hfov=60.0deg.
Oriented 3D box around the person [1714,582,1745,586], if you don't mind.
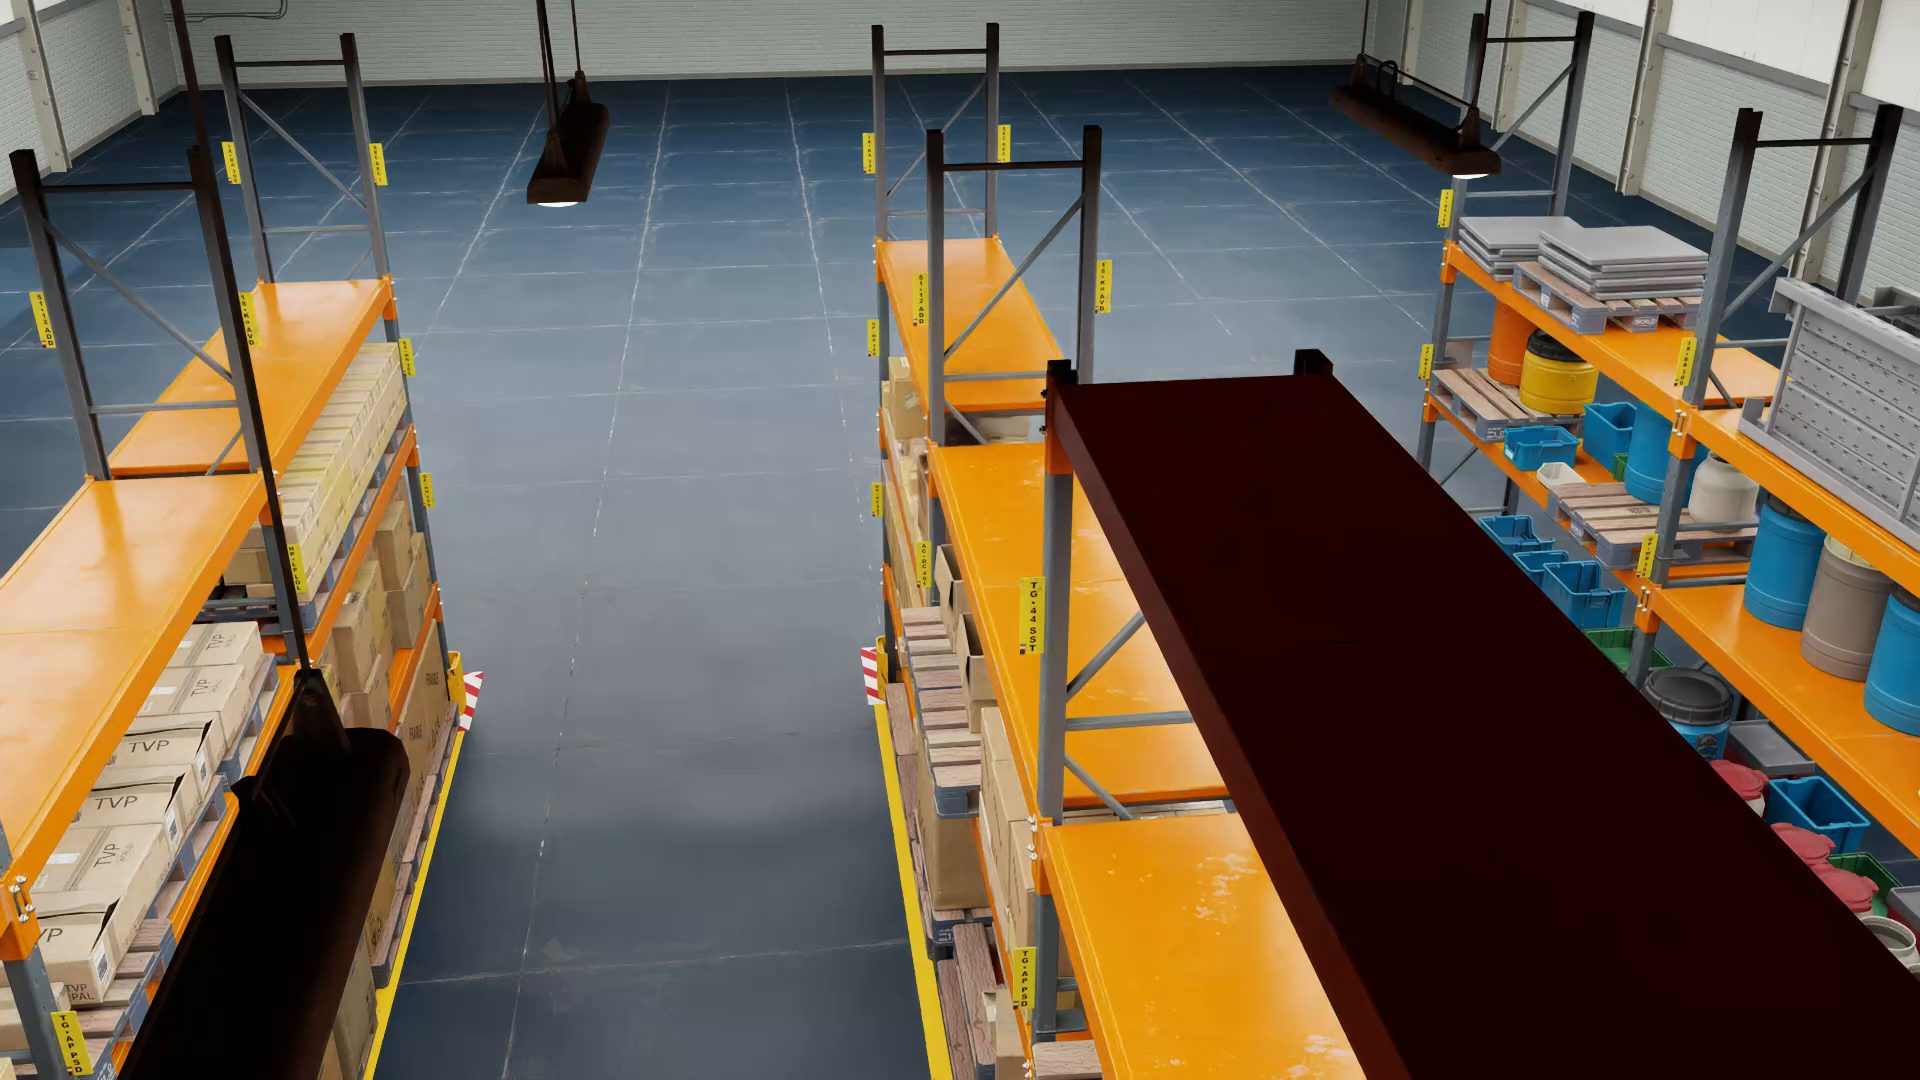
[{"bbox_3d":[7.464,0.257,16.074,0.396,1.654,0.524,15,29,28],"label":"person"}]
